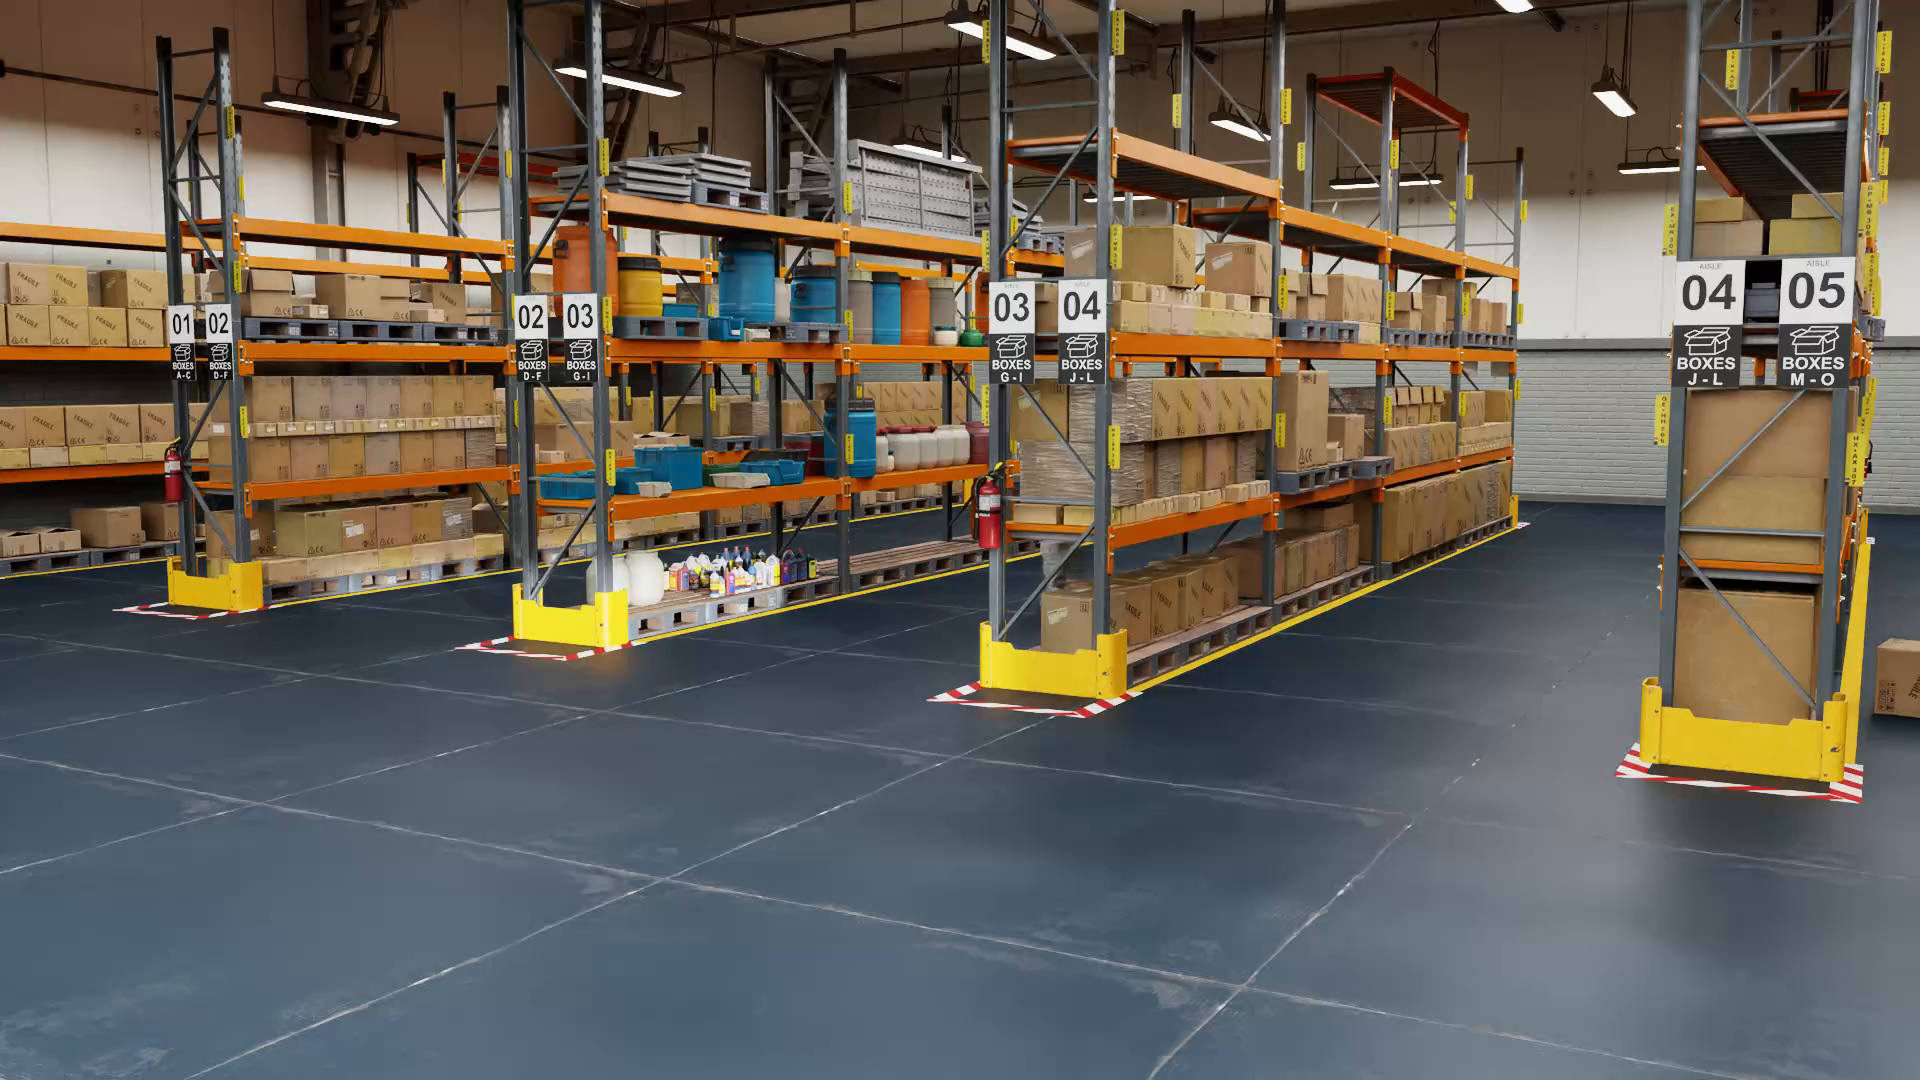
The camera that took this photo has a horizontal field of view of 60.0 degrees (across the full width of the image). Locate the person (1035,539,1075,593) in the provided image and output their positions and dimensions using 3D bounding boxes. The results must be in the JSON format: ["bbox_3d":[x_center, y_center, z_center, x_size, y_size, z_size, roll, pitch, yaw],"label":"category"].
[{"bbox_3d":[1.041,-0.148,17.161,0.646,1.783,0.574,-4,7,-33],"label":"person"}]
